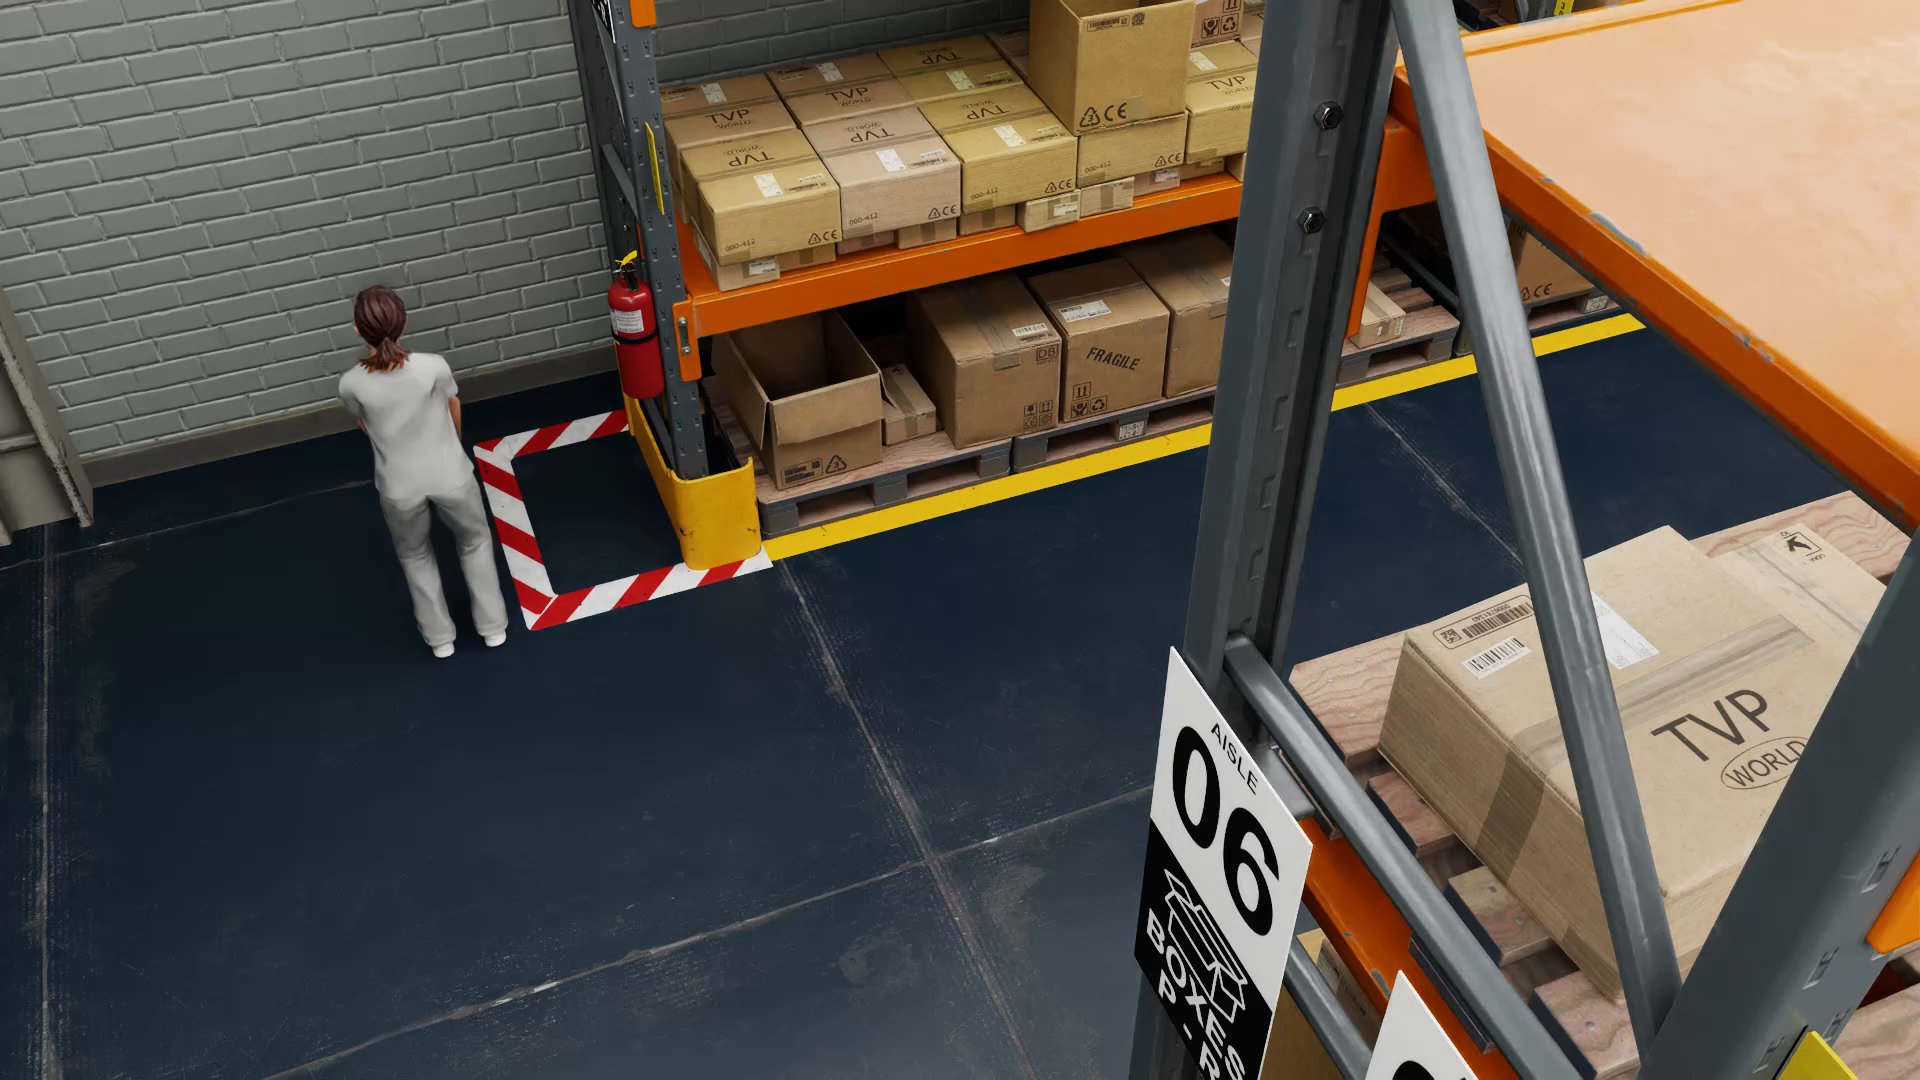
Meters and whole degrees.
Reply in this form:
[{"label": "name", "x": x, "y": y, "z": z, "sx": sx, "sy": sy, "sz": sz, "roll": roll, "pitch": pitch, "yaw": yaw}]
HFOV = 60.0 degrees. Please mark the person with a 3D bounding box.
[{"label": "person", "x": -2.100, "y": -0.283, "z": 6.490, "sx": 0.411, "sy": 1.662, "sz": 0.510, "roll": -12, "pitch": 43, "yaw": -13}]
